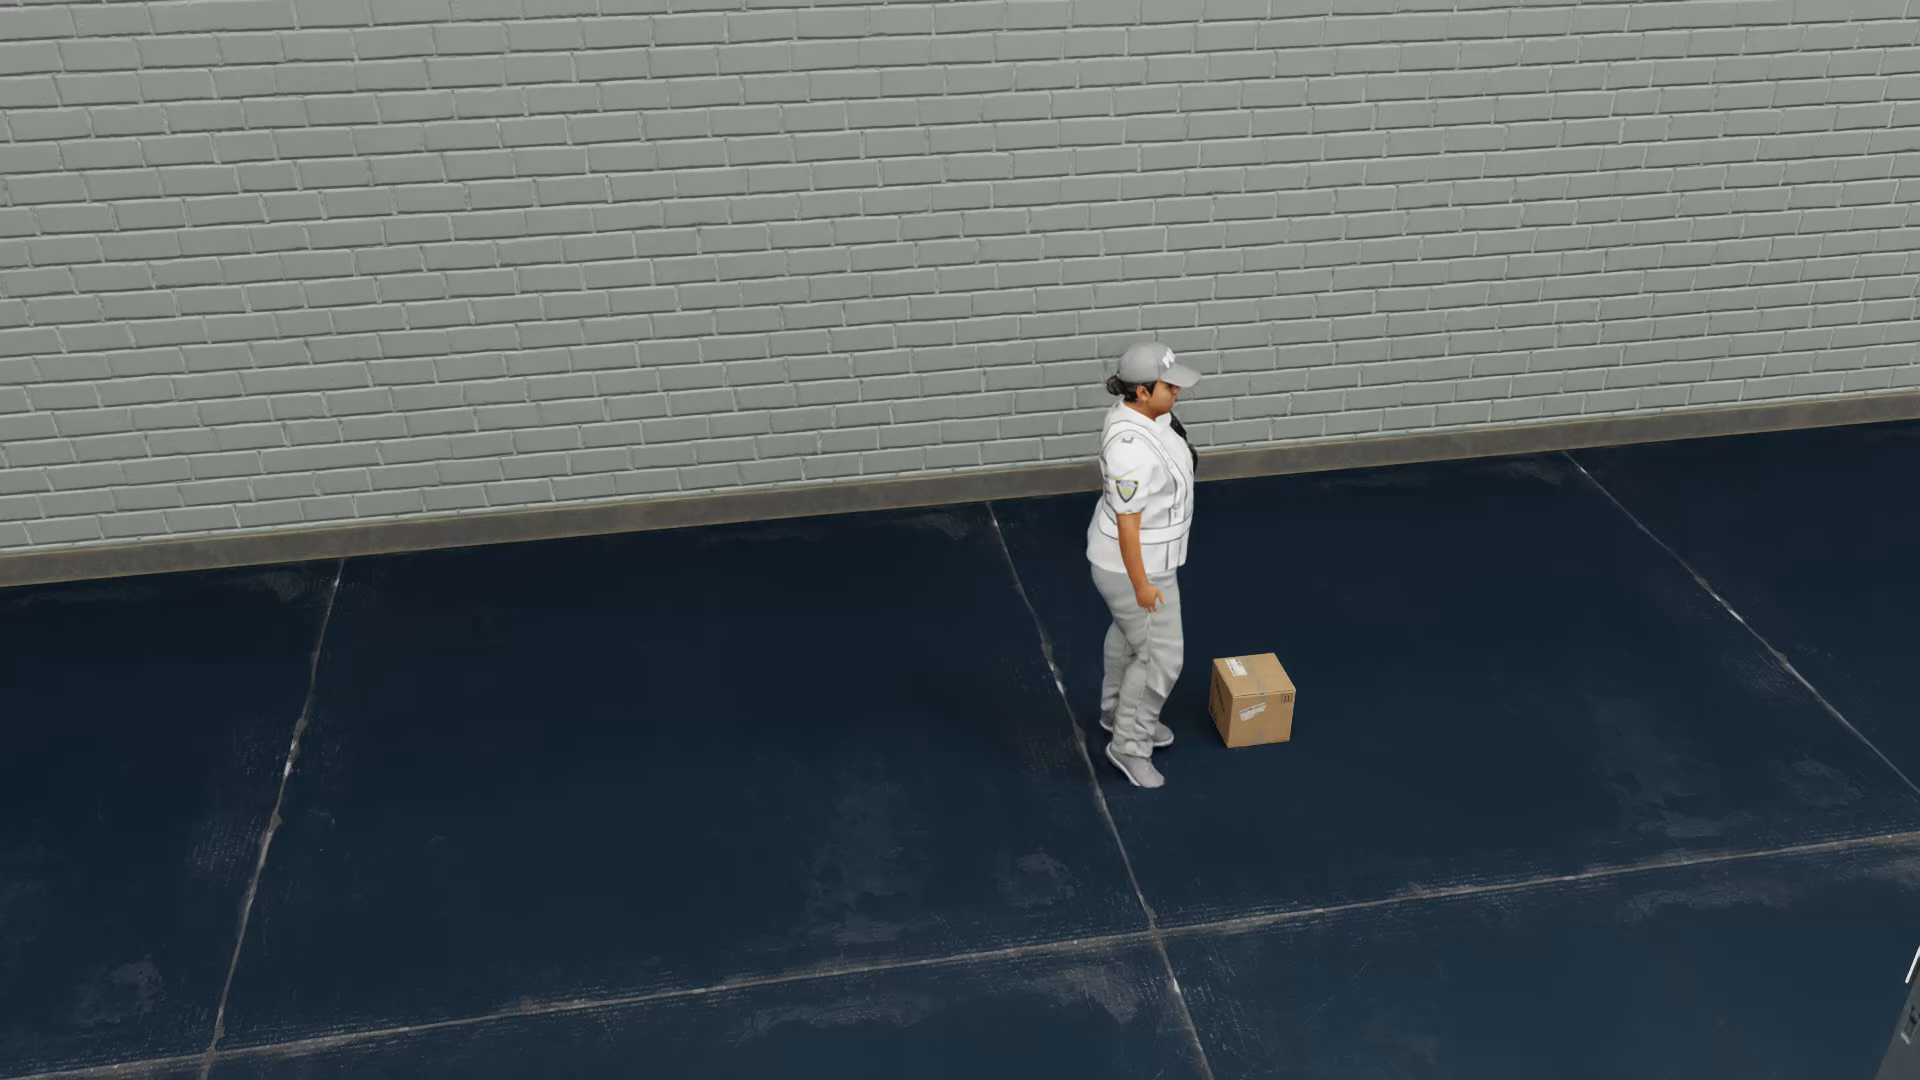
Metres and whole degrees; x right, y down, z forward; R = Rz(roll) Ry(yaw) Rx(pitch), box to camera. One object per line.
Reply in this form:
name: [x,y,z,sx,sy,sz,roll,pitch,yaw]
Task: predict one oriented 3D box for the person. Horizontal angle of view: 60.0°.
person: [0.641,0.097,6.015,0.382,1.727,0.528,4,31,7]
